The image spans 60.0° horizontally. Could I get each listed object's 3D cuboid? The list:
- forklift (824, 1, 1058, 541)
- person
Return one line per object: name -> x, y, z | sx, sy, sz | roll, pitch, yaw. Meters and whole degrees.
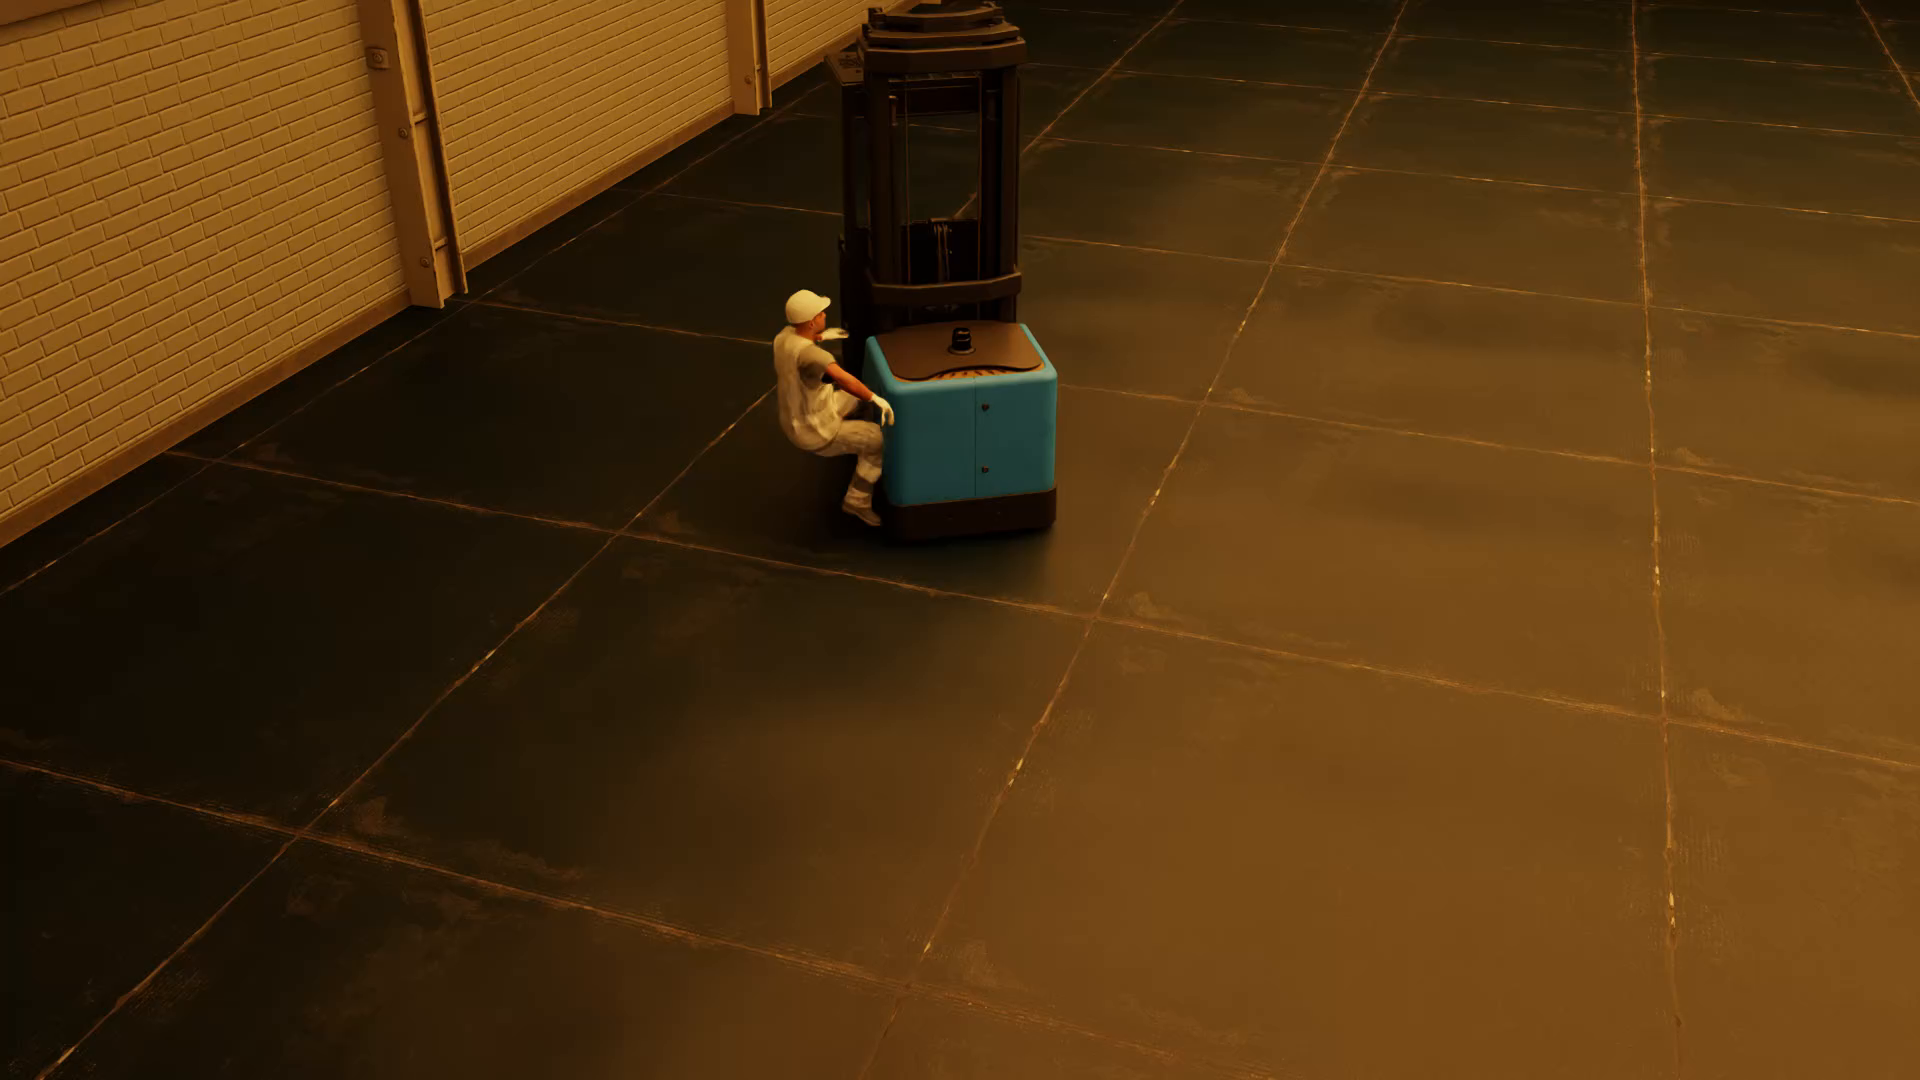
forklift -> -0.230, -1.980, 10.610 | 1.130, 2.935, 3.031 | -6, 30, -11
person -> -0.648, -0.795, 9.861 | 0.860, 1.499, 1.136 | -18, 34, -28
